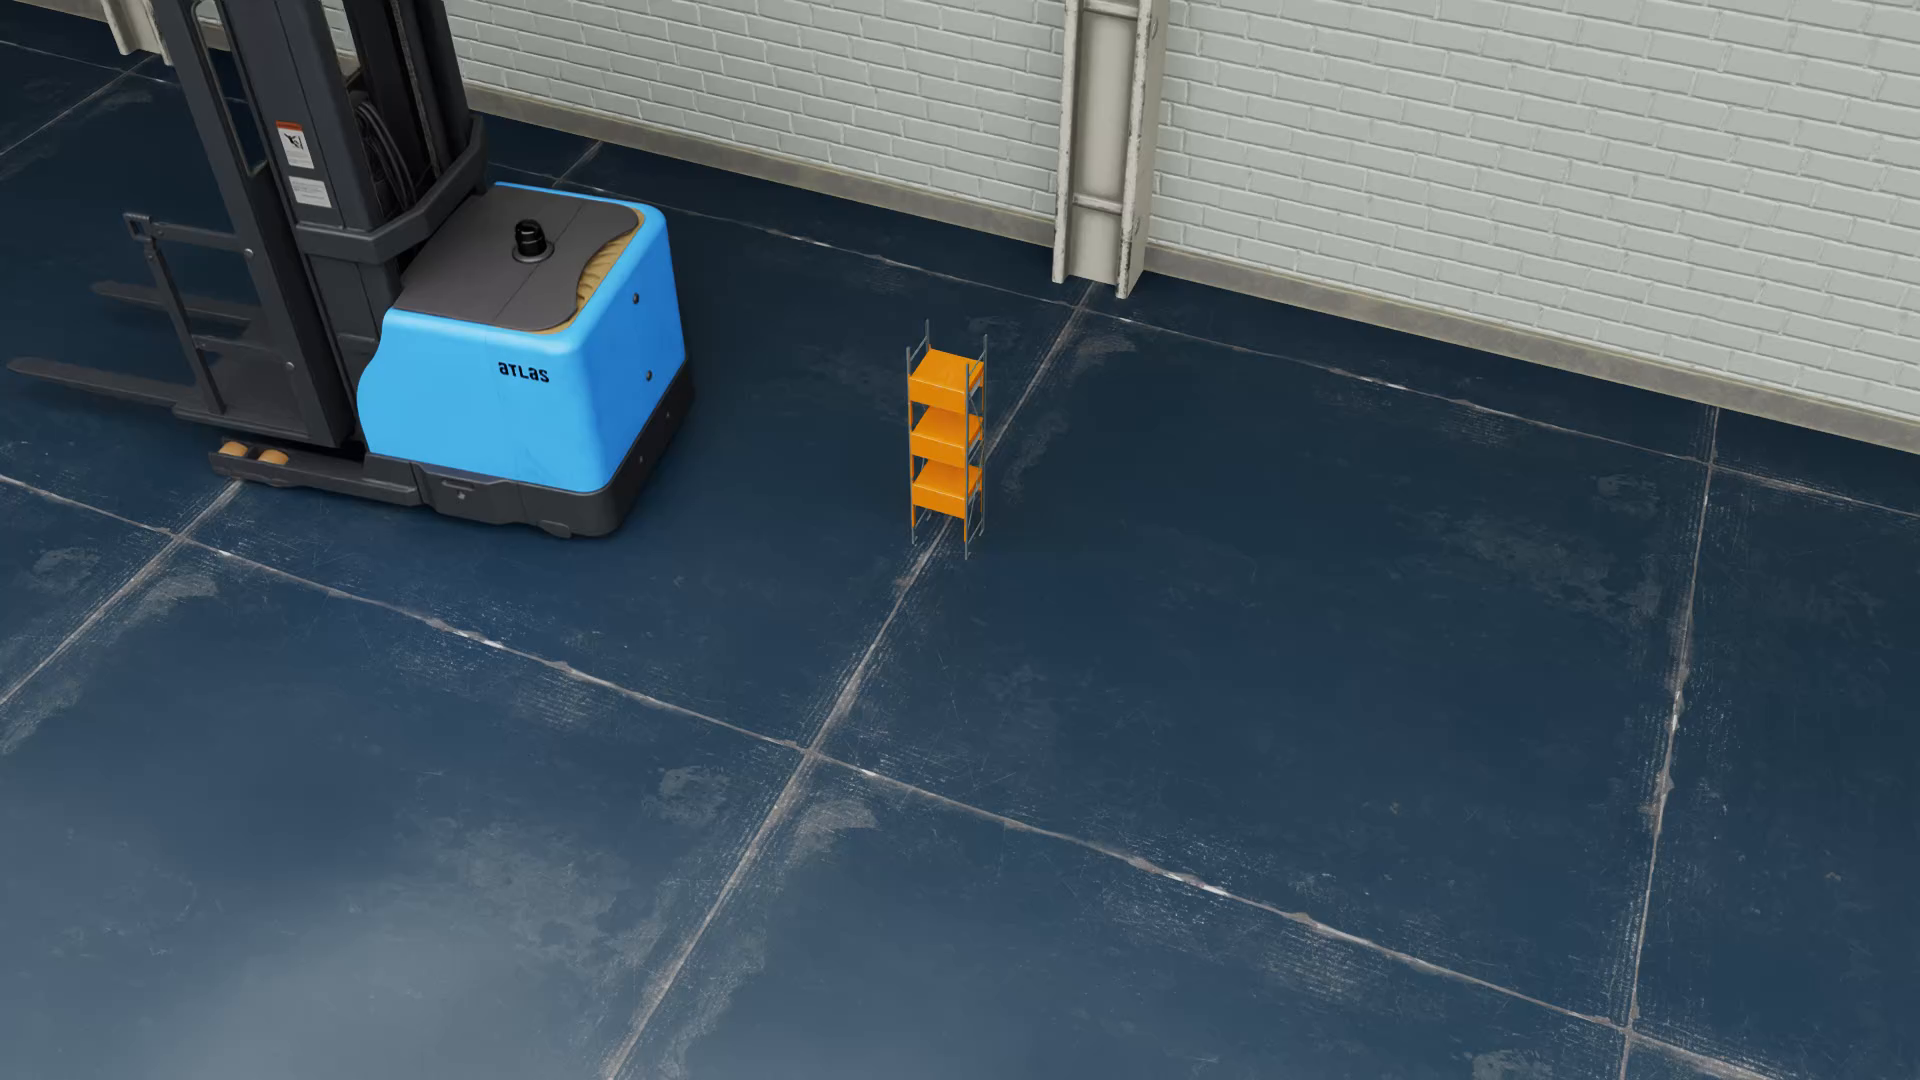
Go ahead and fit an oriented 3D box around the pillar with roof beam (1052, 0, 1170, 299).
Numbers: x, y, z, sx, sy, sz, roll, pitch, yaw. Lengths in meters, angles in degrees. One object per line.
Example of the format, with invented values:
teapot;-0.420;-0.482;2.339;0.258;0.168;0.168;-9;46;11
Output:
pillar with roof beam;-0.953;-1.743;2.461;0.400;9.000;9.100;16;47;16

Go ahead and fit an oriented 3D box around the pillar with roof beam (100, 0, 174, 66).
pillar with roof beam;-6.491;-3.372;4.098;0.400;9.000;9.100;16;47;16

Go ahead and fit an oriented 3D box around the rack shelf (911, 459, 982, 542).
rack shelf;-0.049;-0.182;6.937;0.240;0.259;0.215;16;47;16

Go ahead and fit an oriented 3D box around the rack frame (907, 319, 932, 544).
rack frame;-0.162;-0.420;6.767;0.008;1.050;0.200;16;47;16

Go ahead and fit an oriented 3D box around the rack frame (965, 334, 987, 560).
rack frame;0.063;-0.354;6.700;0.008;1.050;0.200;16;47;16

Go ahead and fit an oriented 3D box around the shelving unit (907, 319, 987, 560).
shelving unit;-0.049;-0.387;6.733;0.252;1.050;0.215;16;47;16

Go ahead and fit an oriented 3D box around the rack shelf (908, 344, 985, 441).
rack shelf;-0.049;-0.580;6.541;0.240;0.259;0.215;16;47;16

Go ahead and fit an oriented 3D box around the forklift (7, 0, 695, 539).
forklift;-2.795;-1.621;6.640;3.031;2.935;1.130;11;46;11

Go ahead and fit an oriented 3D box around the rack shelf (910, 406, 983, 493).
rack shelf;-0.049;-0.379;6.741;0.240;0.259;0.215;16;47;16
